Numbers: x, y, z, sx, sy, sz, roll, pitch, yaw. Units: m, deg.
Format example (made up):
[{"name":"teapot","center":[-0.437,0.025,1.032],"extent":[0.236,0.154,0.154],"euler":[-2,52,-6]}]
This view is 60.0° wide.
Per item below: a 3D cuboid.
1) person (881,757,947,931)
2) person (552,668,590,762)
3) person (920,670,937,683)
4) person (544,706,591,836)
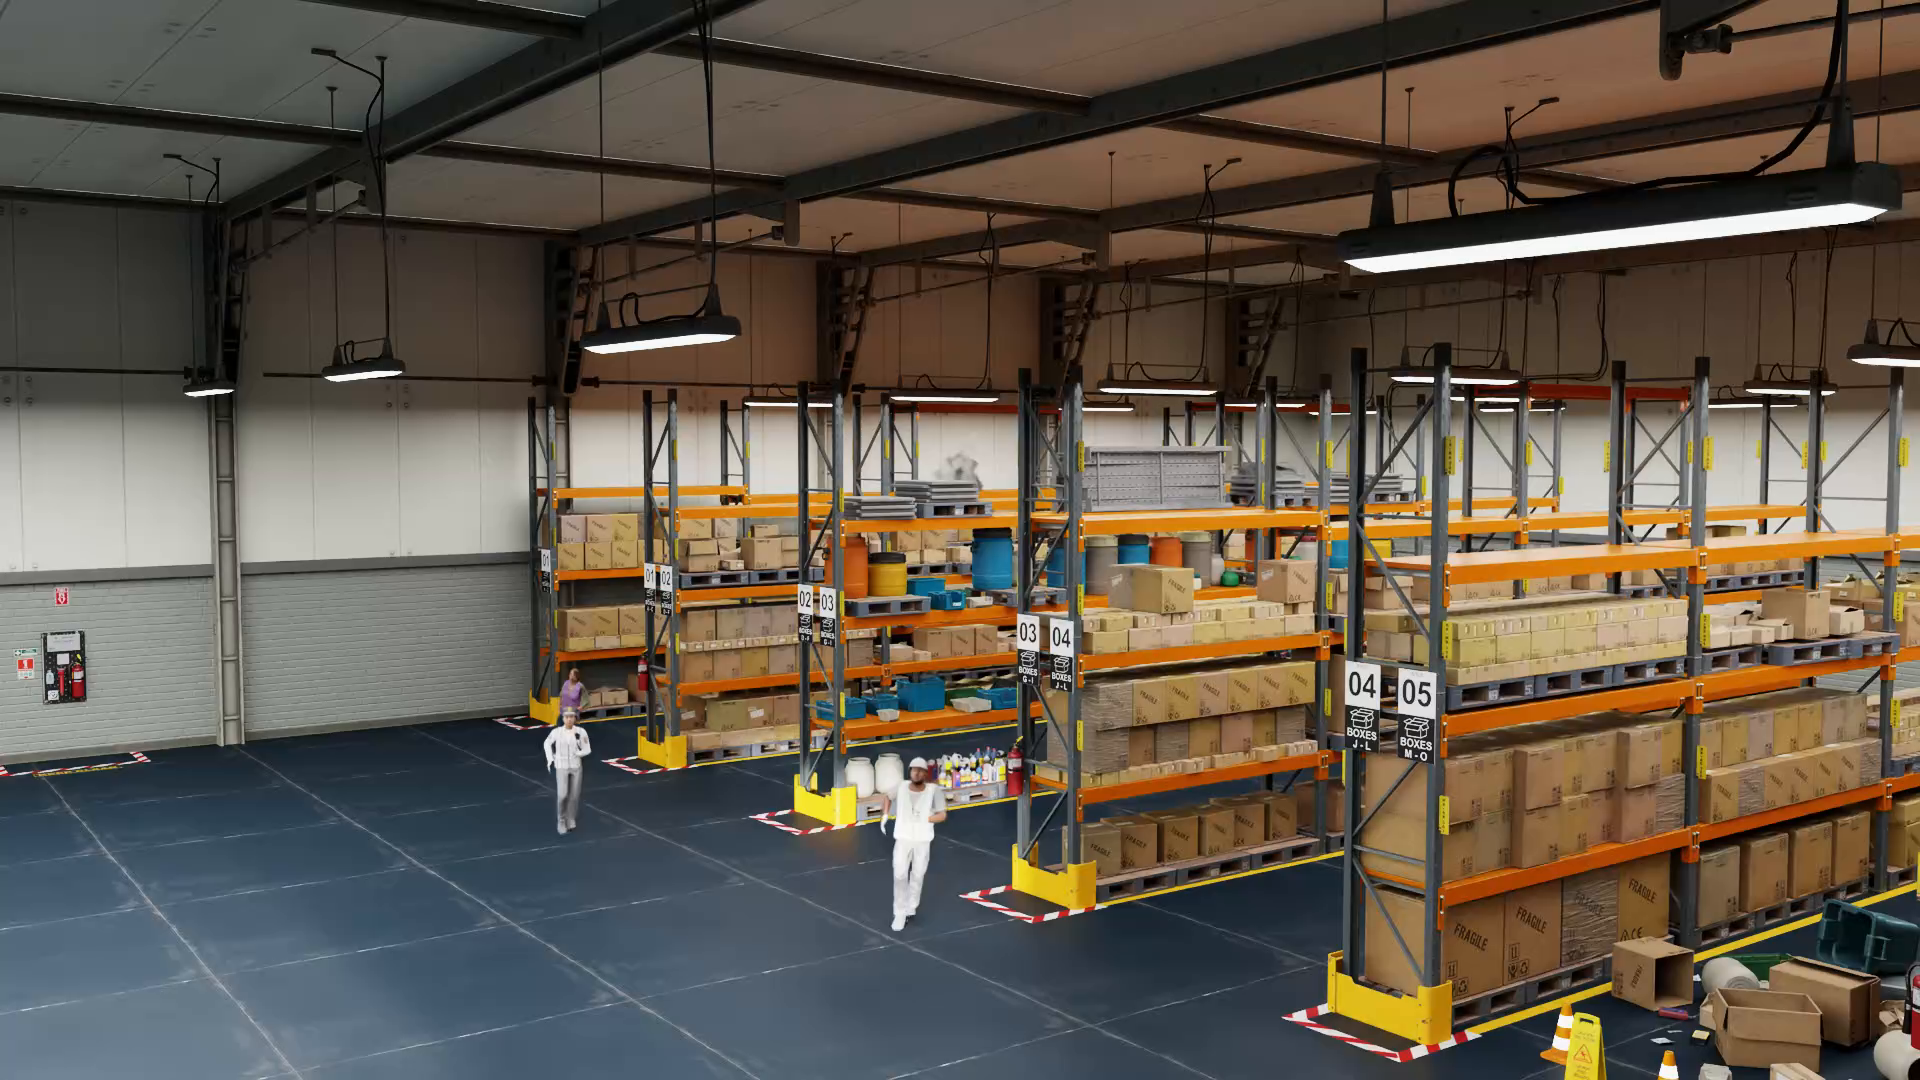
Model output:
[{"name":"person","center":[-0.494,3.242,17.828],"extent":[0.698,1.835,0.664],"euler":[0,3,-4]},{"name":"person","center":[-6.267,2.819,27.006],"extent":[0.592,1.517,0.613],"euler":[1,4,18]},{"name":"person","center":[-0.634,2.513,31.611],"extent":[0.536,1.556,0.526],"euler":[-3,4,-40]},{"name":"person","center":[-5.146,3.027,21.860],"extent":[0.581,1.700,0.667],"euler":[-1,4,-19]}]
